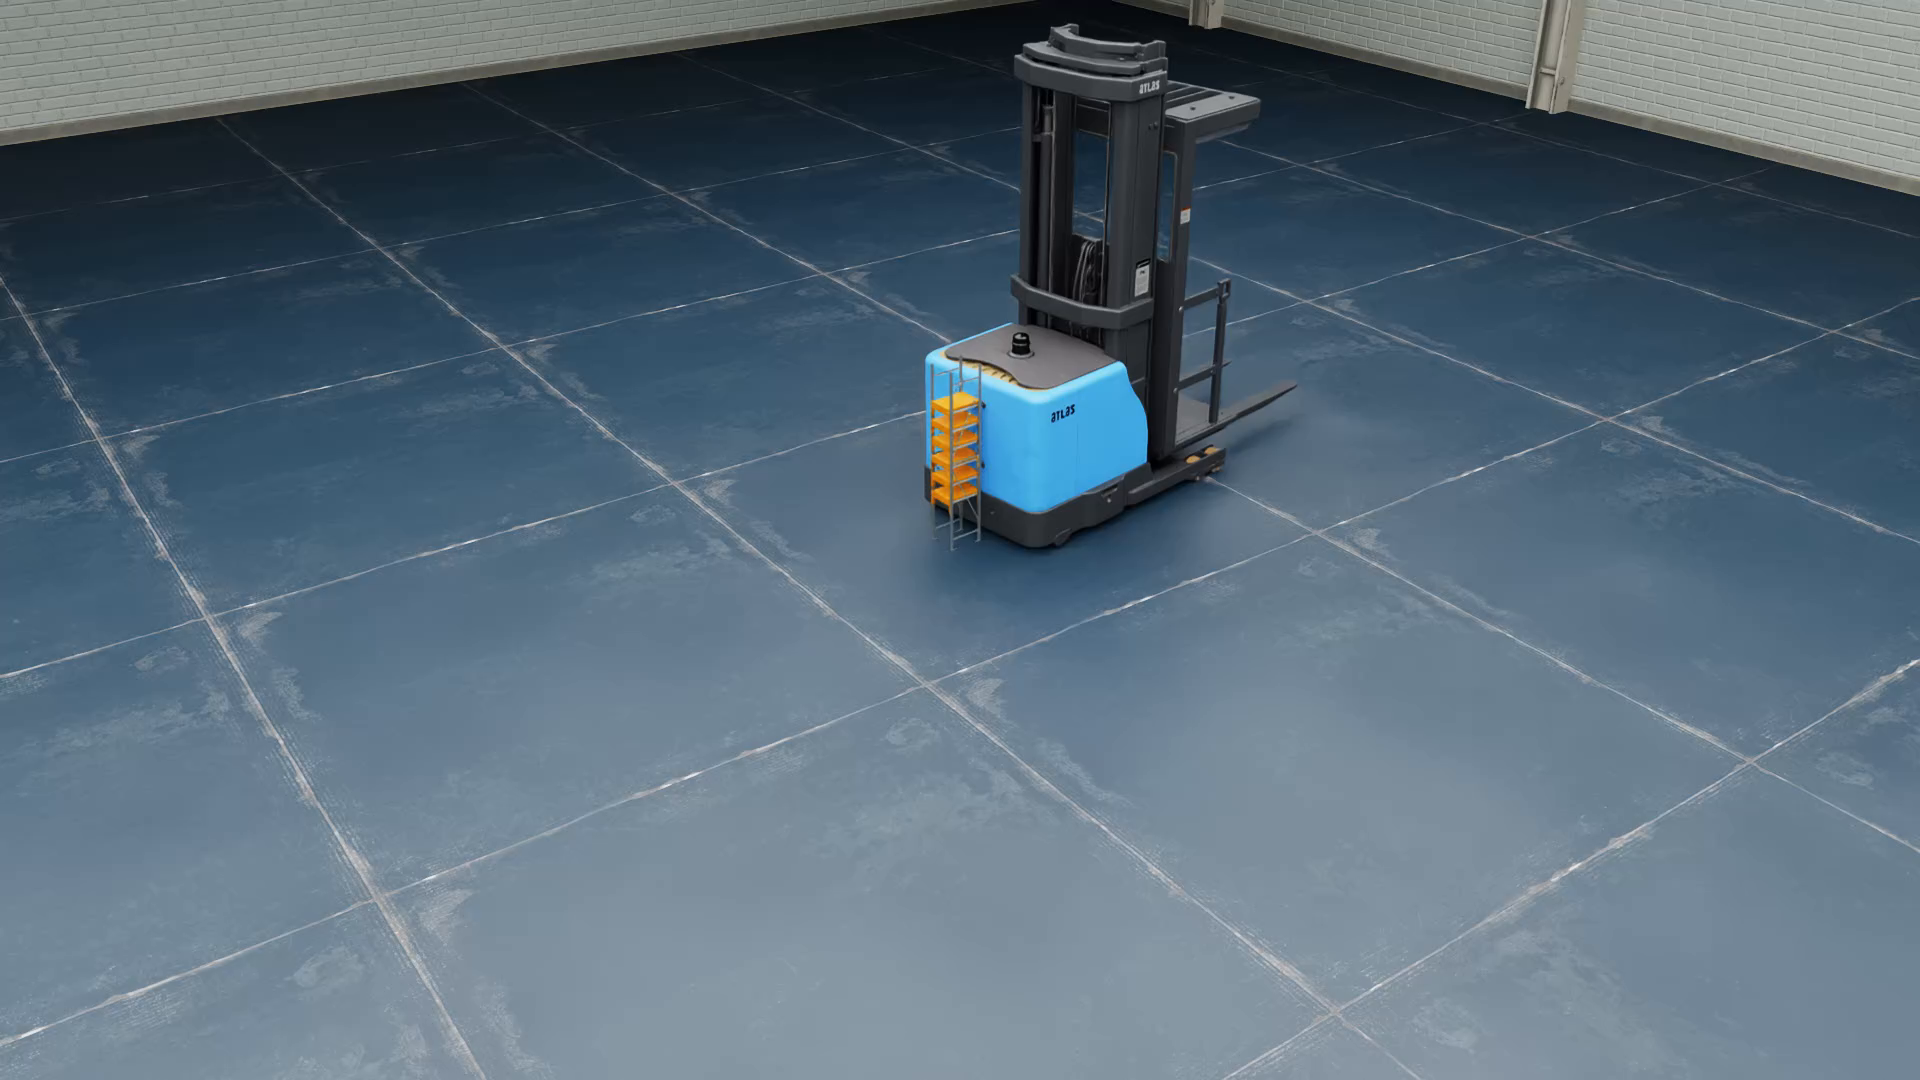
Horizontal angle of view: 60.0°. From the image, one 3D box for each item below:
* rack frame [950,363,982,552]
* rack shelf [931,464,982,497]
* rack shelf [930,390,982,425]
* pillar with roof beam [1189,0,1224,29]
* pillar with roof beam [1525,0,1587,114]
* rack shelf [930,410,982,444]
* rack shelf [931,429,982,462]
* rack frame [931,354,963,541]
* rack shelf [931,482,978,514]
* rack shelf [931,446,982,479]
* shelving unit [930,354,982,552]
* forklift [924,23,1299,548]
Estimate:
[{"bbox_3d":[0.034,-0.488,10.119,0.240,1.200,0.006,-21,35,-33],"label":"rack frame"},{"bbox_3d":[-0.023,-0.378,10.260,0.258,0.103,0.180,-21,35,-33],"label":"rack shelf"},{"bbox_3d":[-0.023,-0.800,10.031,0.258,0.103,0.180,-21,35,-33],"label":"rack shelf"},{"bbox_3d":[0.083,-10.290,19.995,9.100,9.000,0.400,-19,34,-31],"label":"pillar with roof beam"},{"bbox_3d":[3.564,-7.957,15.700,9.100,9.000,0.400,-19,34,-31],"label":"pillar with roof beam"},{"bbox_3d":[-0.023,-0.694,10.088,0.258,0.103,0.180,-21,35,-33],"label":"rack shelf"},{"bbox_3d":[-0.023,-0.589,10.146,0.258,0.103,0.180,-21,35,-33],"label":"rack shelf"},{"bbox_3d":[-0.080,-0.557,10.245,0.240,1.200,0.006,-21,35,-33],"label":"rack frame"},{"bbox_3d":[-0.023,-0.273,10.317,0.258,0.103,0.180,-21,35,-33],"label":"rack shelf"},{"bbox_3d":[-0.023,-0.483,10.203,0.258,0.103,0.180,-21,35,-33],"label":"rack shelf"},{"bbox_3d":[-0.023,-0.523,10.182,0.258,1.200,0.189,-21,35,-33],"label":"shelving unit"},{"bbox_3d":[1.167,-1.843,10.799,3.031,2.935,1.130,-25,37,-38],"label":"forklift"}]
